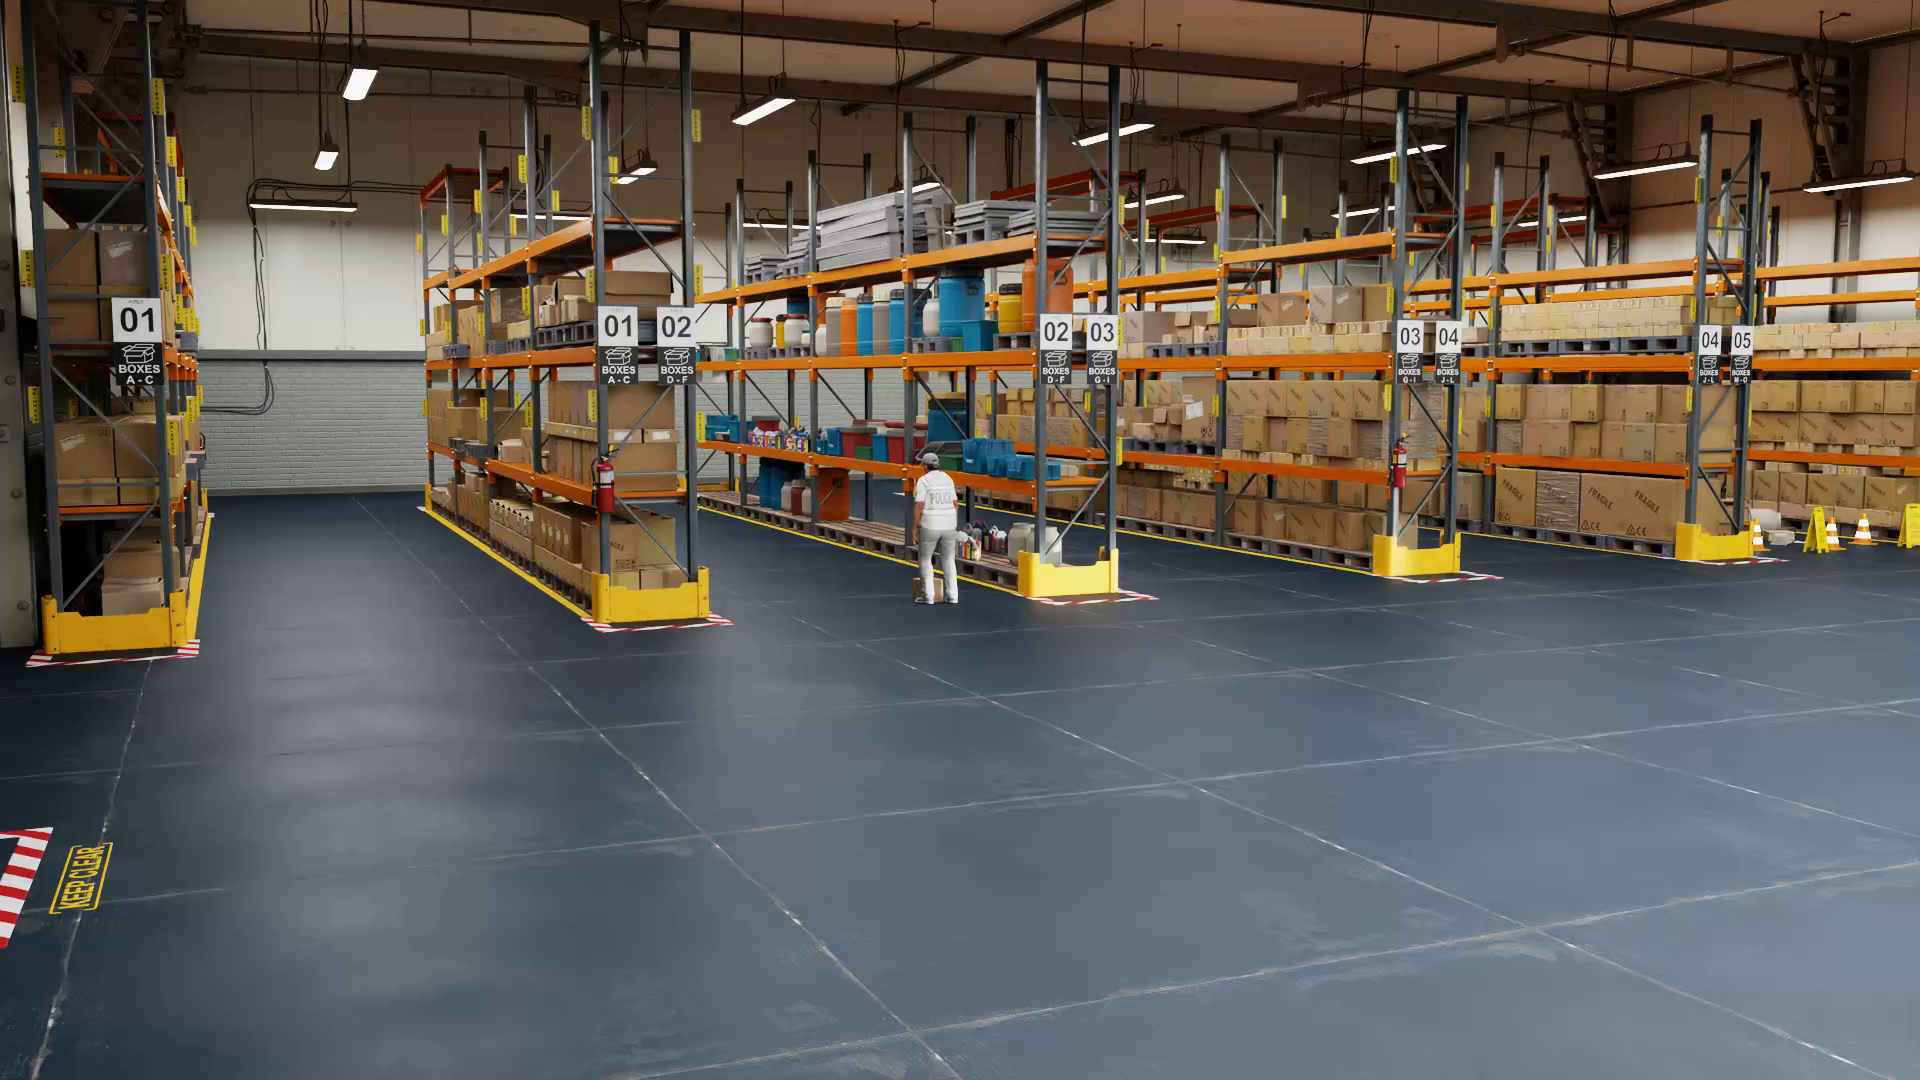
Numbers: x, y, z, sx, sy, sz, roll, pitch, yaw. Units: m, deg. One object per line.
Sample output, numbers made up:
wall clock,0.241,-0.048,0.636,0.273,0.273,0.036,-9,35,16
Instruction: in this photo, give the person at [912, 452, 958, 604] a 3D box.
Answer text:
person,-0.267,-0.128,18.290,0.563,1.667,0.463,-3,6,-26
